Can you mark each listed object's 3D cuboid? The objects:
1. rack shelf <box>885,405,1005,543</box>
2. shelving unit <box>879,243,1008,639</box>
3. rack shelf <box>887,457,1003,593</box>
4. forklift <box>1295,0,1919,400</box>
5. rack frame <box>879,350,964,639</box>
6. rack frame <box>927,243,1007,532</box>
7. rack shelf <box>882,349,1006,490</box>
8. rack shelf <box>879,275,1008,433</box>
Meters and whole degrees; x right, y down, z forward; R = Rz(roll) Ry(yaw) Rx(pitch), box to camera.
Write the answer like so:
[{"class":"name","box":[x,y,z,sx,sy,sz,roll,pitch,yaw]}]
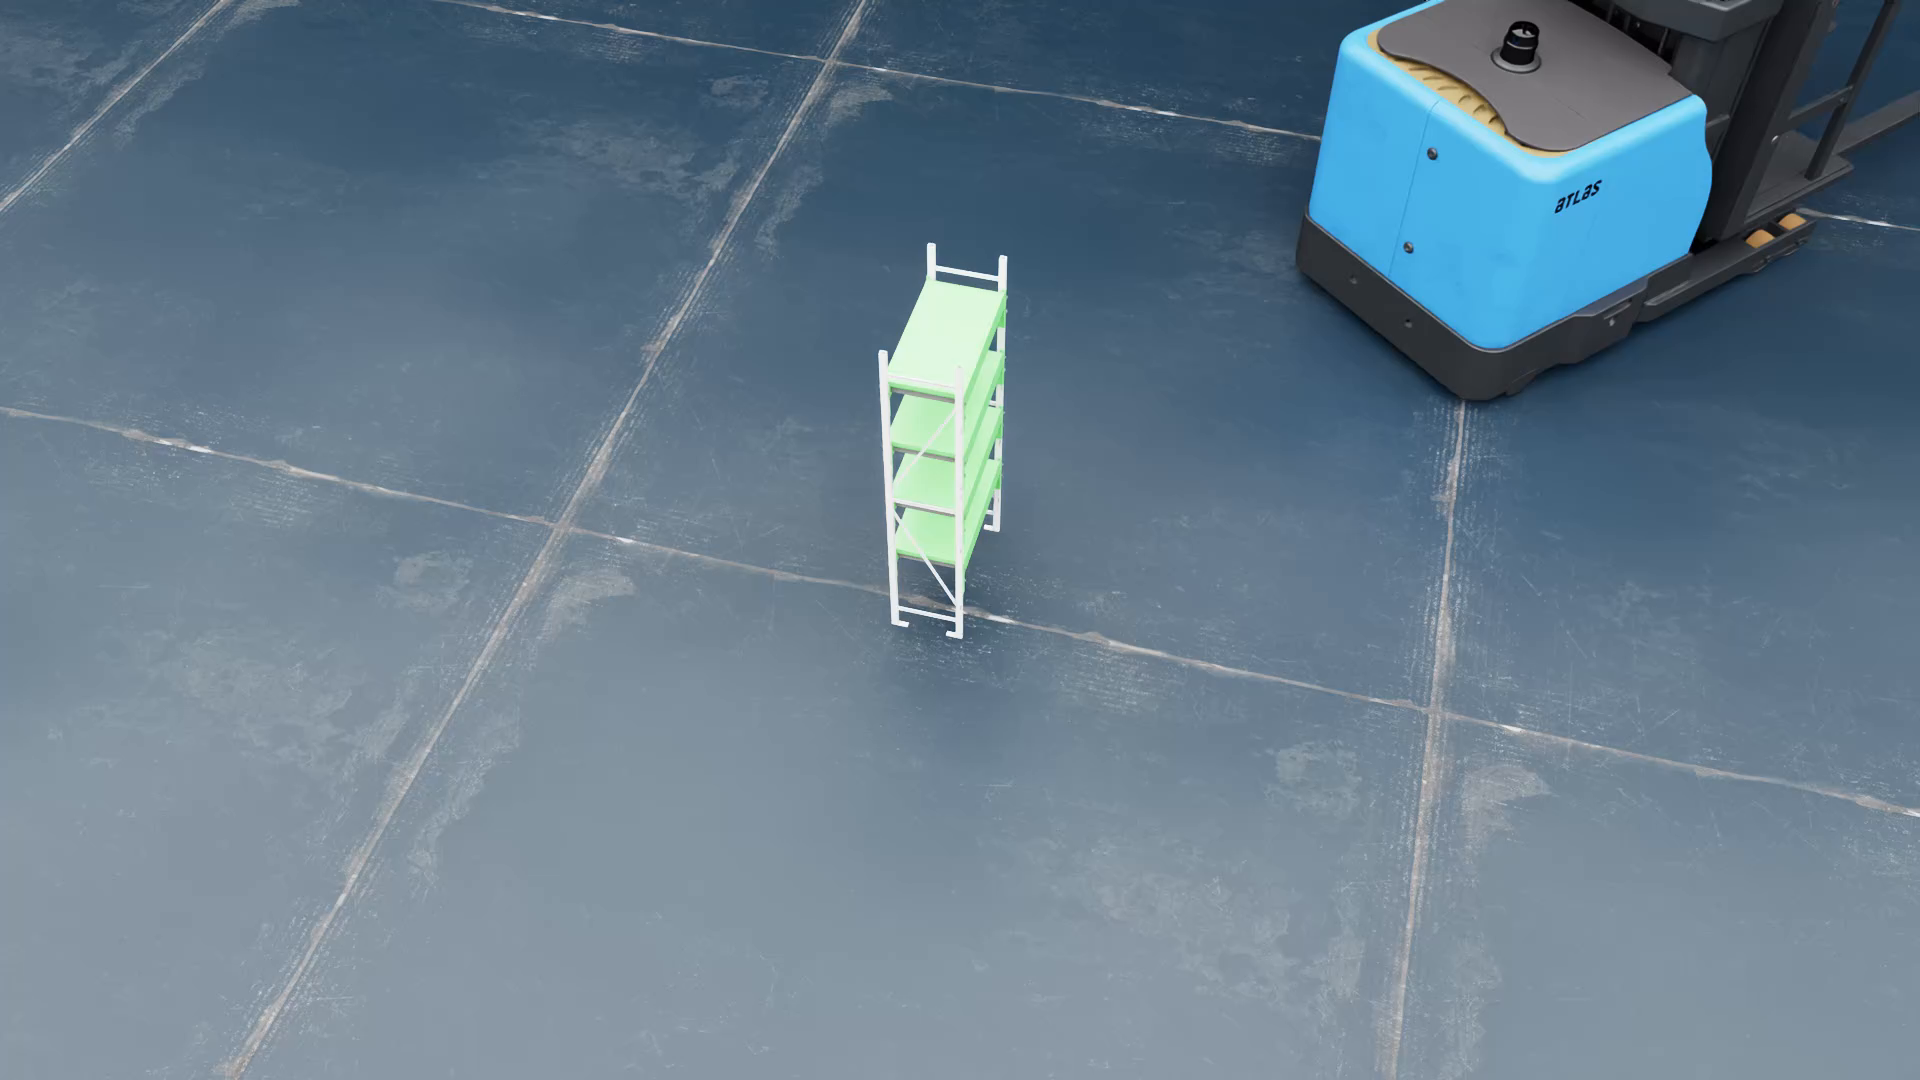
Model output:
[{"class":"rack shelf","box":[-0.044,-0.235,5.242,0.258,0.148,0.480,12,50,10]},{"class":"shelving unit","box":[-0.044,-0.277,5.194,0.258,1.200,0.503,12,50,10]},{"class":"rack shelf","box":[-0.044,-0.076,5.422,0.258,0.148,0.480,12,50,10]},{"class":"forklift","box":[2.851,-2.355,5.874,3.031,2.935,1.130,-26,54,-21]},{"class":"rack frame","box":[-0.108,-0.101,5.039,0.240,1.200,0.015,12,50,10]},{"class":"rack frame","box":[0.021,-0.454,5.350,0.240,1.200,0.015,12,50,10]},{"class":"rack shelf","box":[-0.044,-0.394,5.062,0.258,0.148,0.480,12,50,10]},{"class":"rack shelf","box":[-0.044,-0.553,4.883,0.258,0.148,0.480,12,50,10]}]
